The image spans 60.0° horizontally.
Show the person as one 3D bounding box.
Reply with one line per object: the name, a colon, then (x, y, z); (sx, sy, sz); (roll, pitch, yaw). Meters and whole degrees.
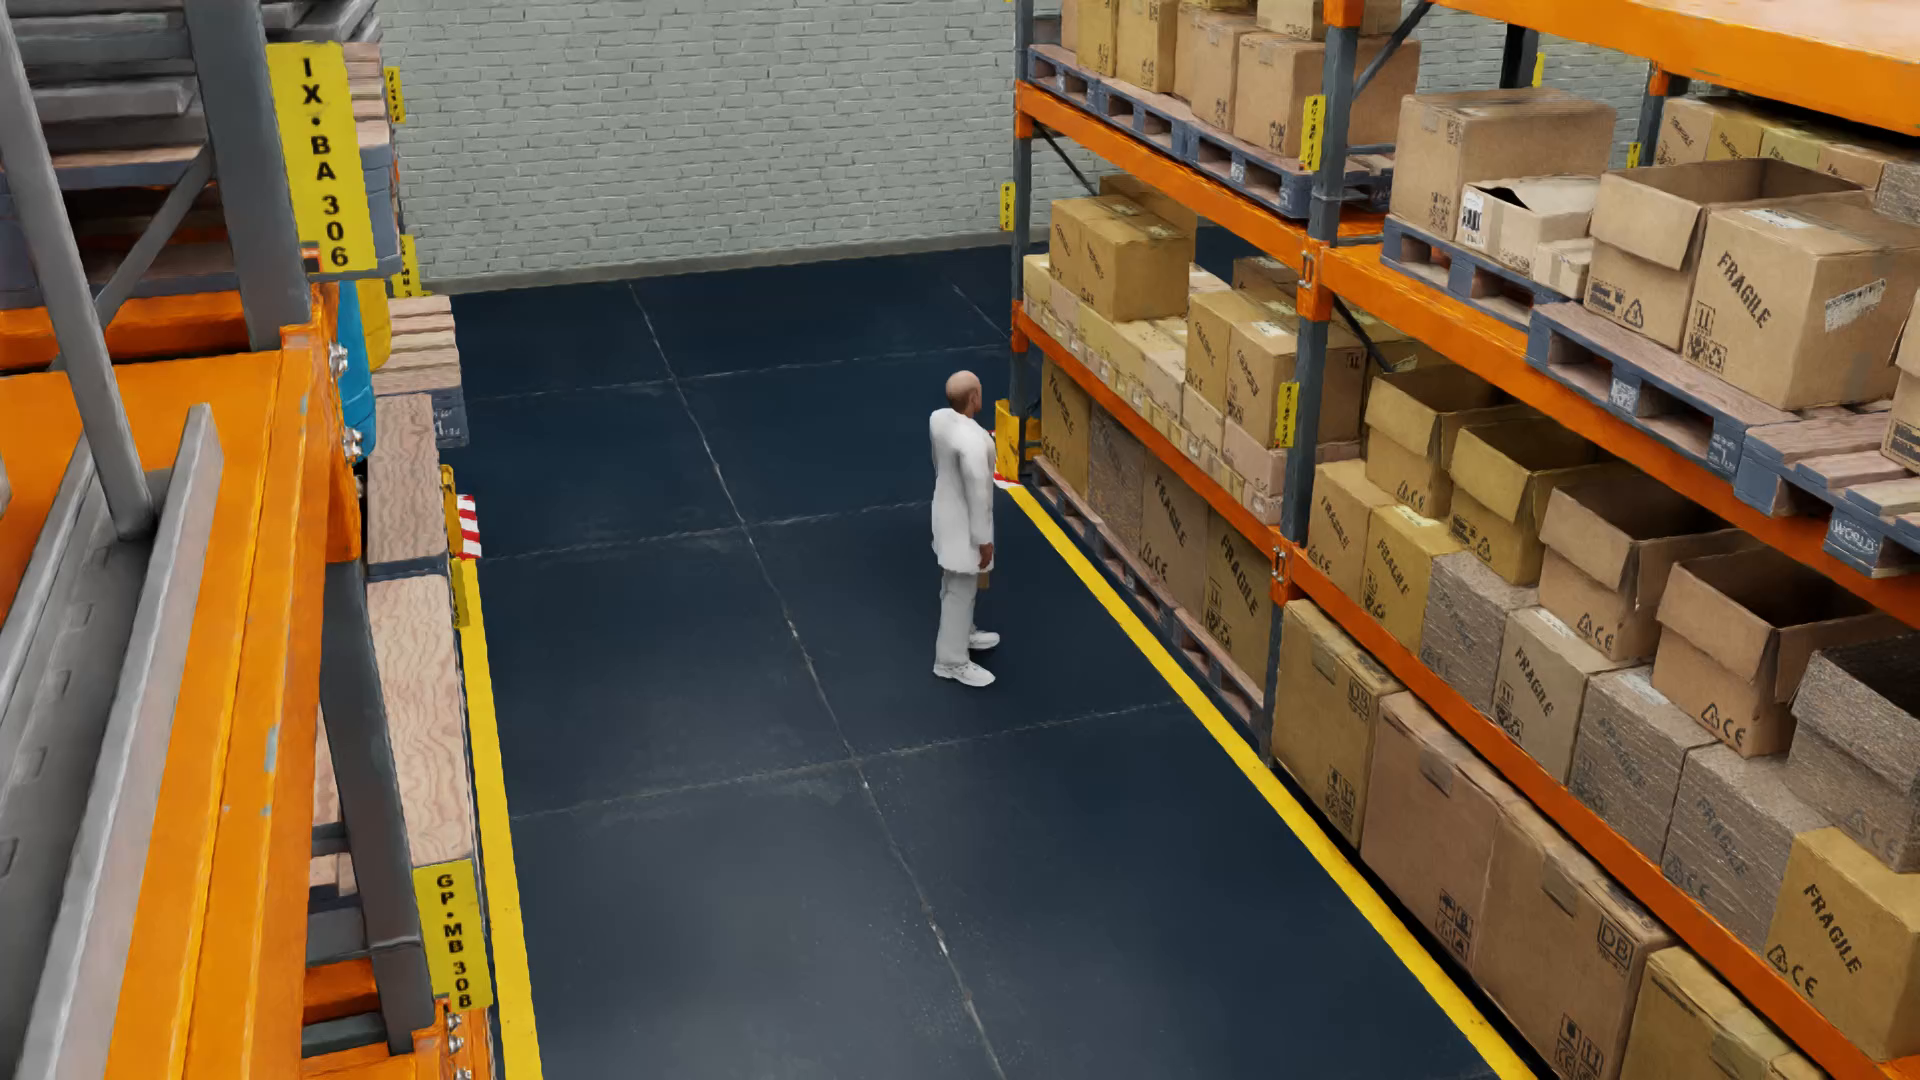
person: (0.039, -0.110, 9.306); (0.503, 1.784, 0.694); (-10, 28, -20)
